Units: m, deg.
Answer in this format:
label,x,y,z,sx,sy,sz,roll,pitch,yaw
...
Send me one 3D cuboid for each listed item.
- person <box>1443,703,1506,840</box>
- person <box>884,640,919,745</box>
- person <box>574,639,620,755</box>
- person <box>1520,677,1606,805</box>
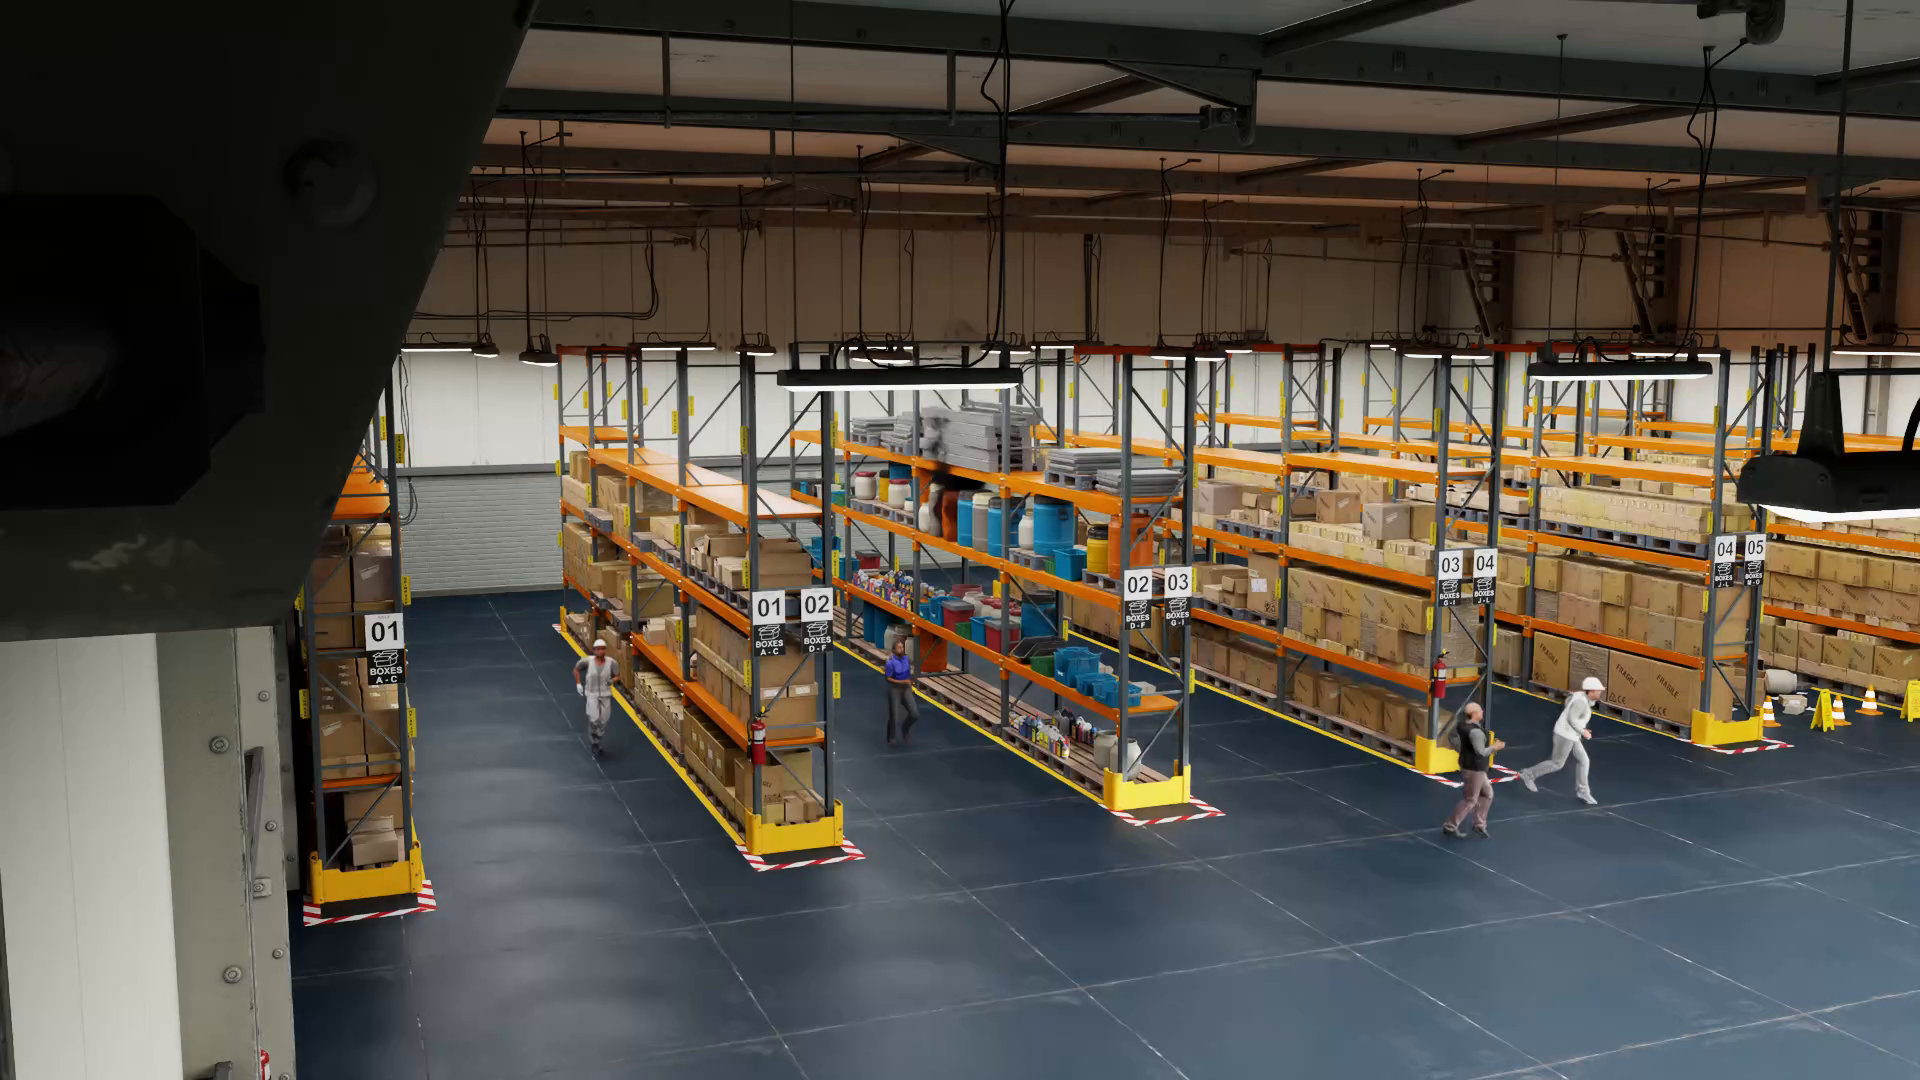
label,x,y,z,sx,sy,sz,roll,pitch,yaw
person,6.345,2.877,20.539,0.726,1.770,0.636,1,7,5
person,-0.873,2.327,25.143,0.569,1.627,0.655,-5,9,-35
person,-5.353,2.326,24.642,0.647,1.750,0.735,-3,8,-22
person,8.106,2.670,22.387,1.035,1.734,0.693,3,8,20
